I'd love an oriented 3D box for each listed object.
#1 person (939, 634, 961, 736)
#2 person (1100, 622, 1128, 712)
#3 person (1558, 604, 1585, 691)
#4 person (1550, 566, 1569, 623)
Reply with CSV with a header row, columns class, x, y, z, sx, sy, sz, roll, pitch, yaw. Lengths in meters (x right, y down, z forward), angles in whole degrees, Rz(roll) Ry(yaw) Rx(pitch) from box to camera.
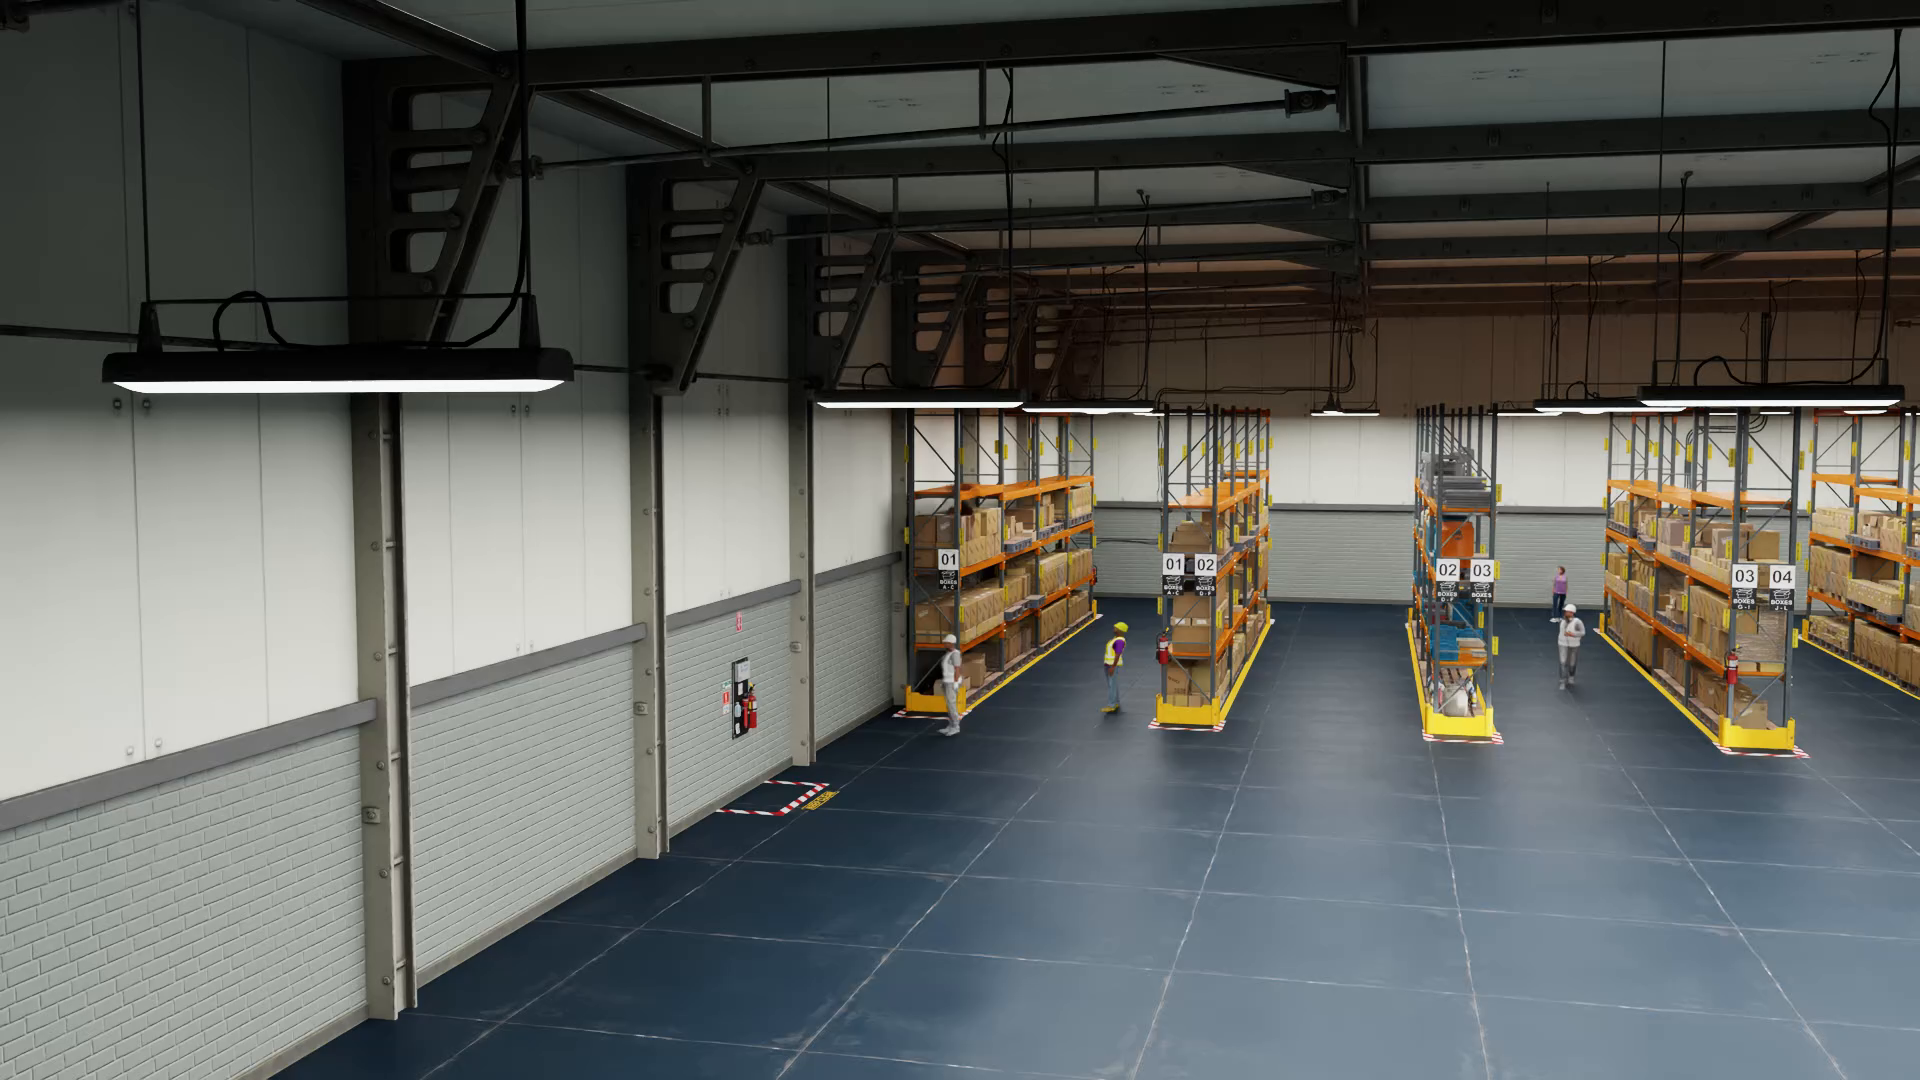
class,x,y,z,sx,sy,sz,roll,pitch,yaw
person,-0.193,2.638,30.275,0.391,1.831,0.604,-1,4,-15
person,2.982,2.481,32.687,0.607,1.744,0.598,-2,5,-23
person,13.005,2.269,35.379,0.544,1.816,0.829,1,4,19
person,16.924,1.524,46.910,0.497,1.608,0.497,0,4,5
